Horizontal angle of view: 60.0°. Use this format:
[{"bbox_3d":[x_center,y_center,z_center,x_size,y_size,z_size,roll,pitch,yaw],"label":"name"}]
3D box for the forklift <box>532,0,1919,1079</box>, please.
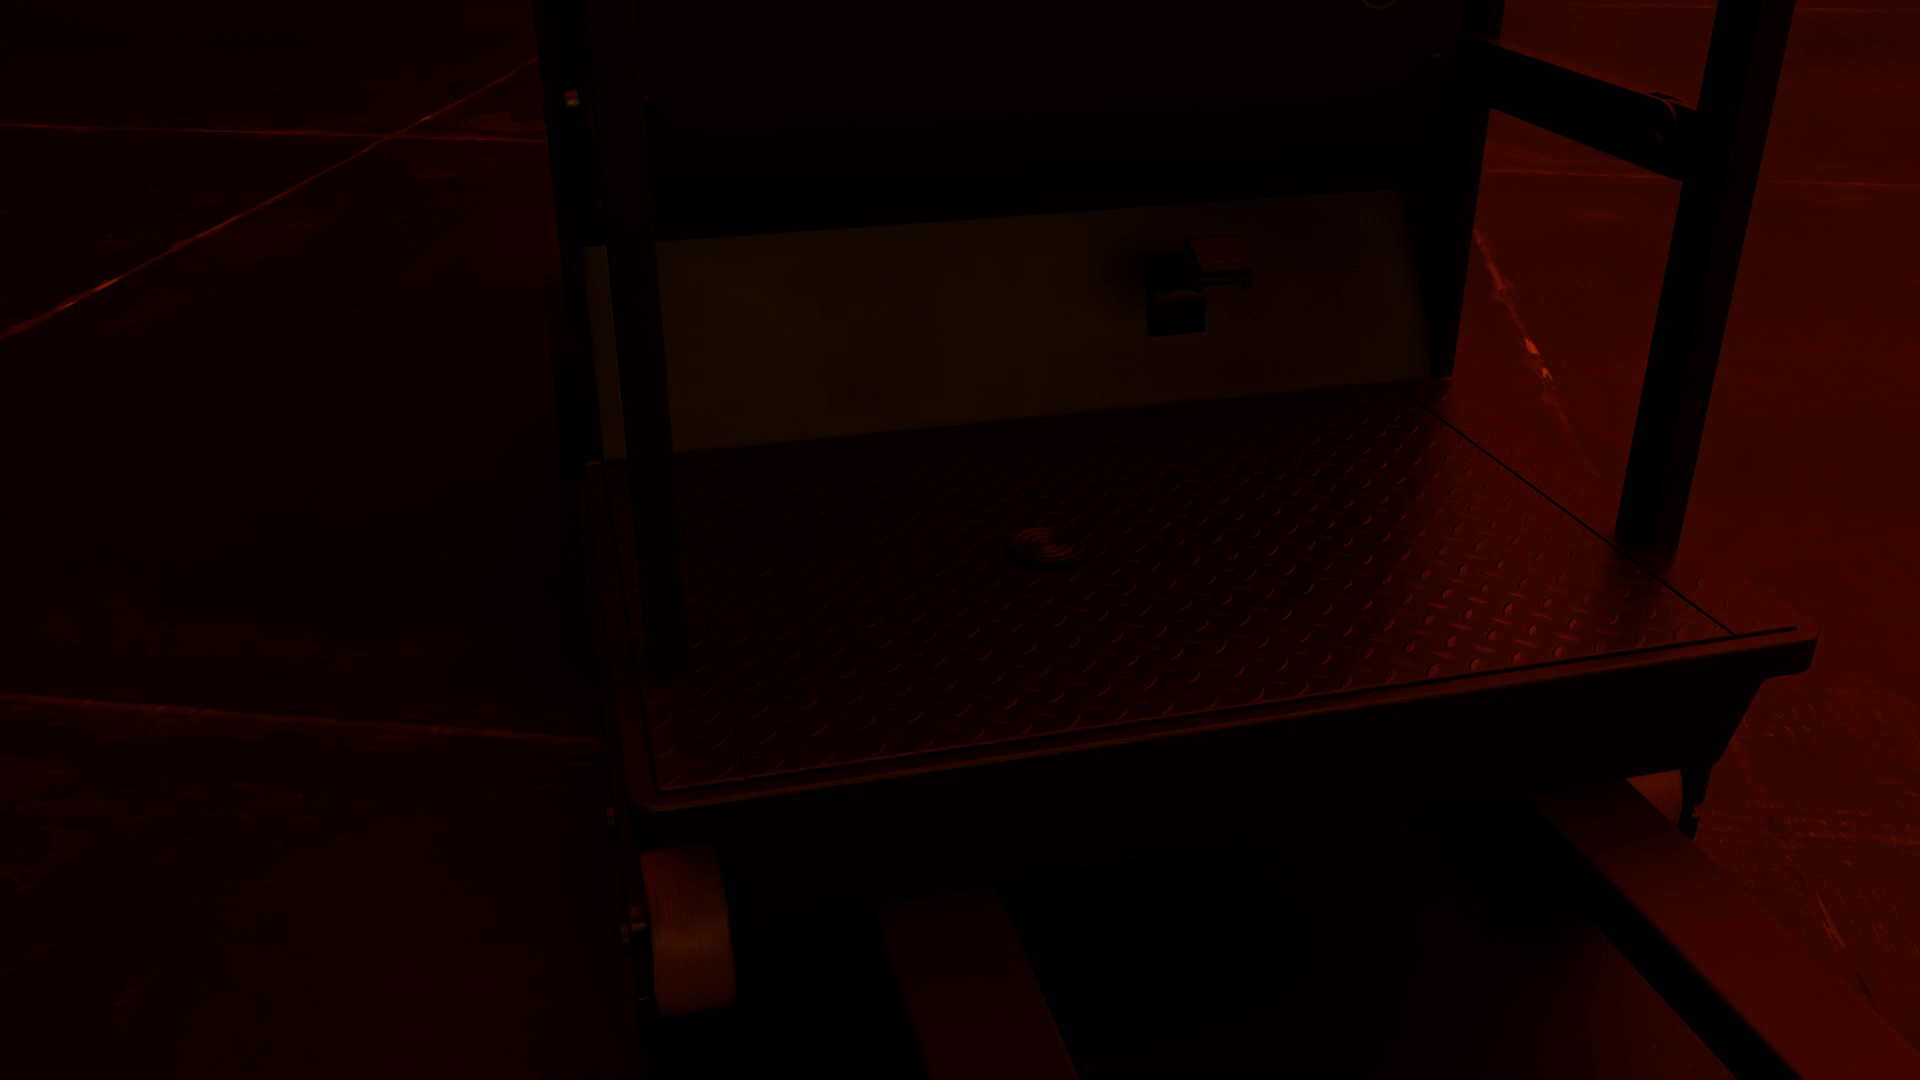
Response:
[{"bbox_3d":[0.153,-1.049,1.319,1.130,2.935,3.031,-7,27,-13],"label":"forklift"}]
